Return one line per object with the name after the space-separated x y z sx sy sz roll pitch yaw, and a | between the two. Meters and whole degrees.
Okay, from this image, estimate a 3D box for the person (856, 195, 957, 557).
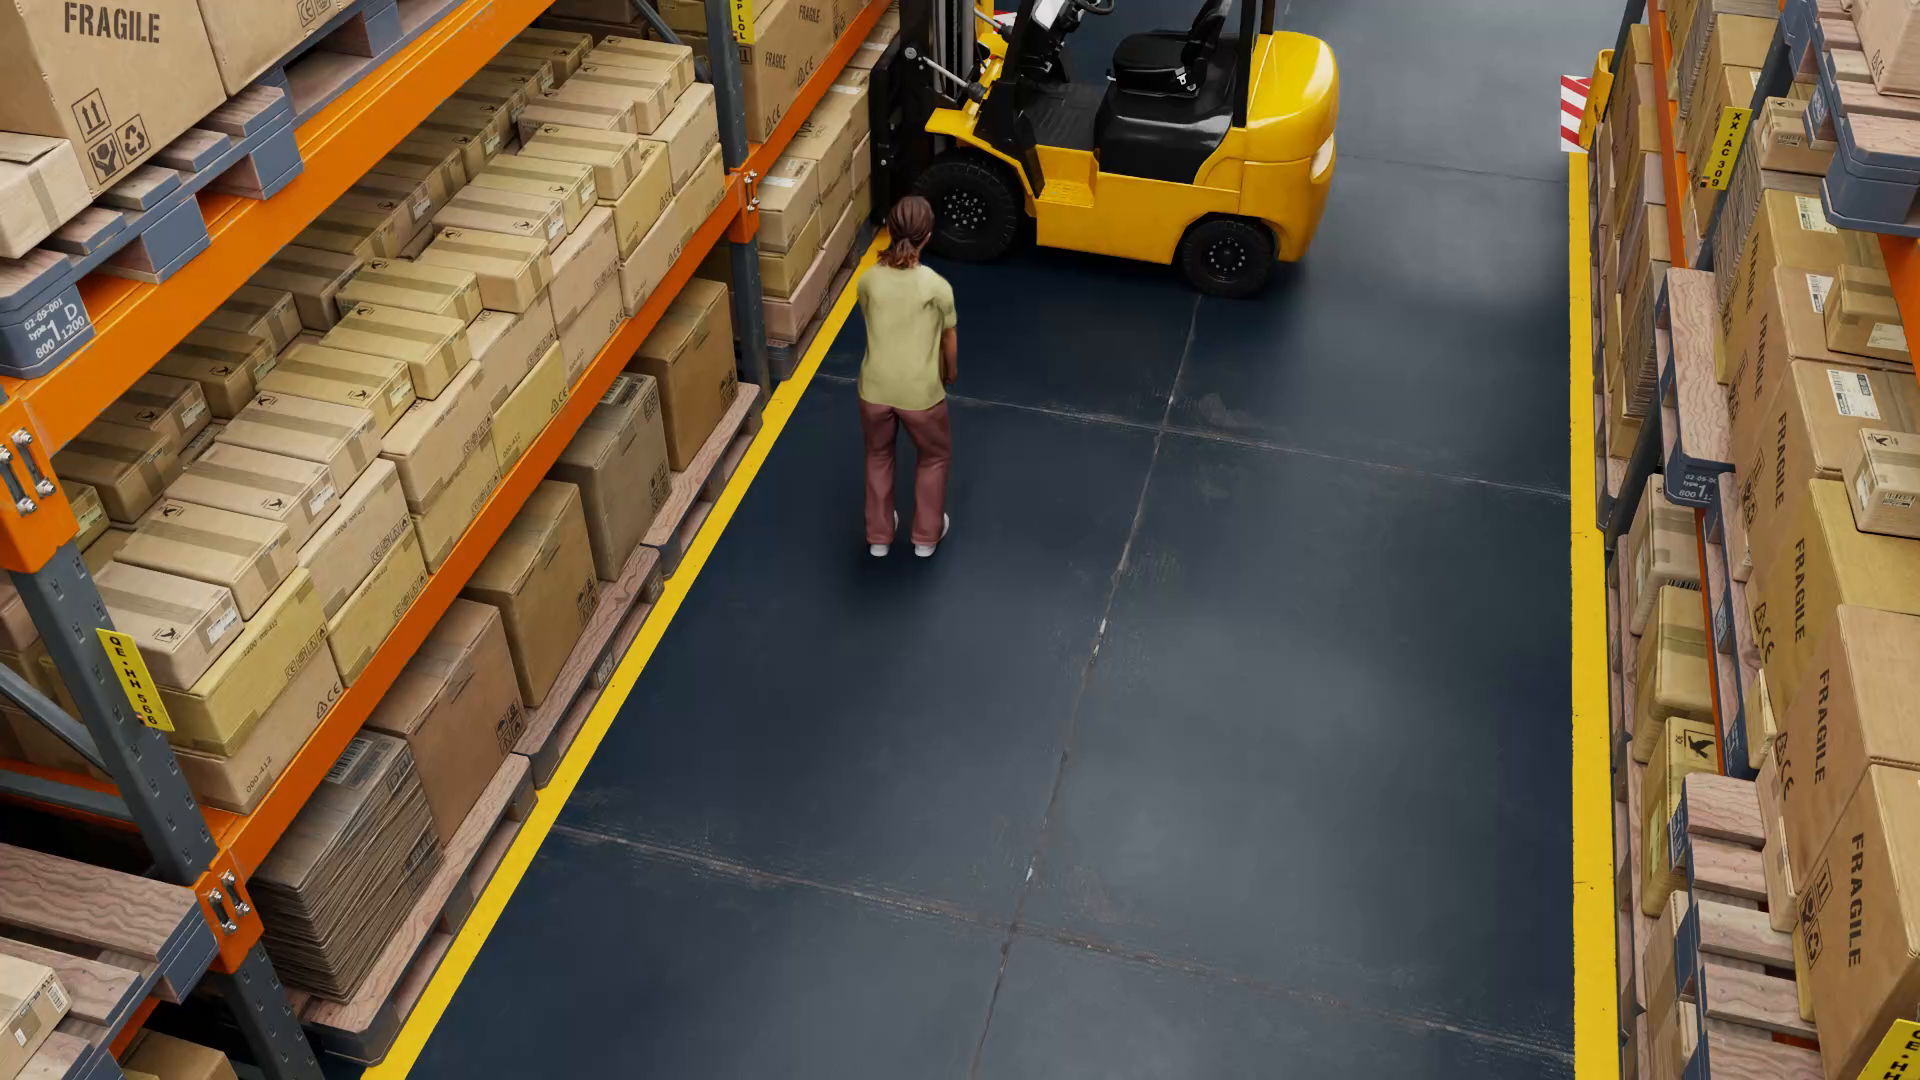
-0.222 -0.654 6.951 0.404 1.623 0.536 9 42 11 | person
